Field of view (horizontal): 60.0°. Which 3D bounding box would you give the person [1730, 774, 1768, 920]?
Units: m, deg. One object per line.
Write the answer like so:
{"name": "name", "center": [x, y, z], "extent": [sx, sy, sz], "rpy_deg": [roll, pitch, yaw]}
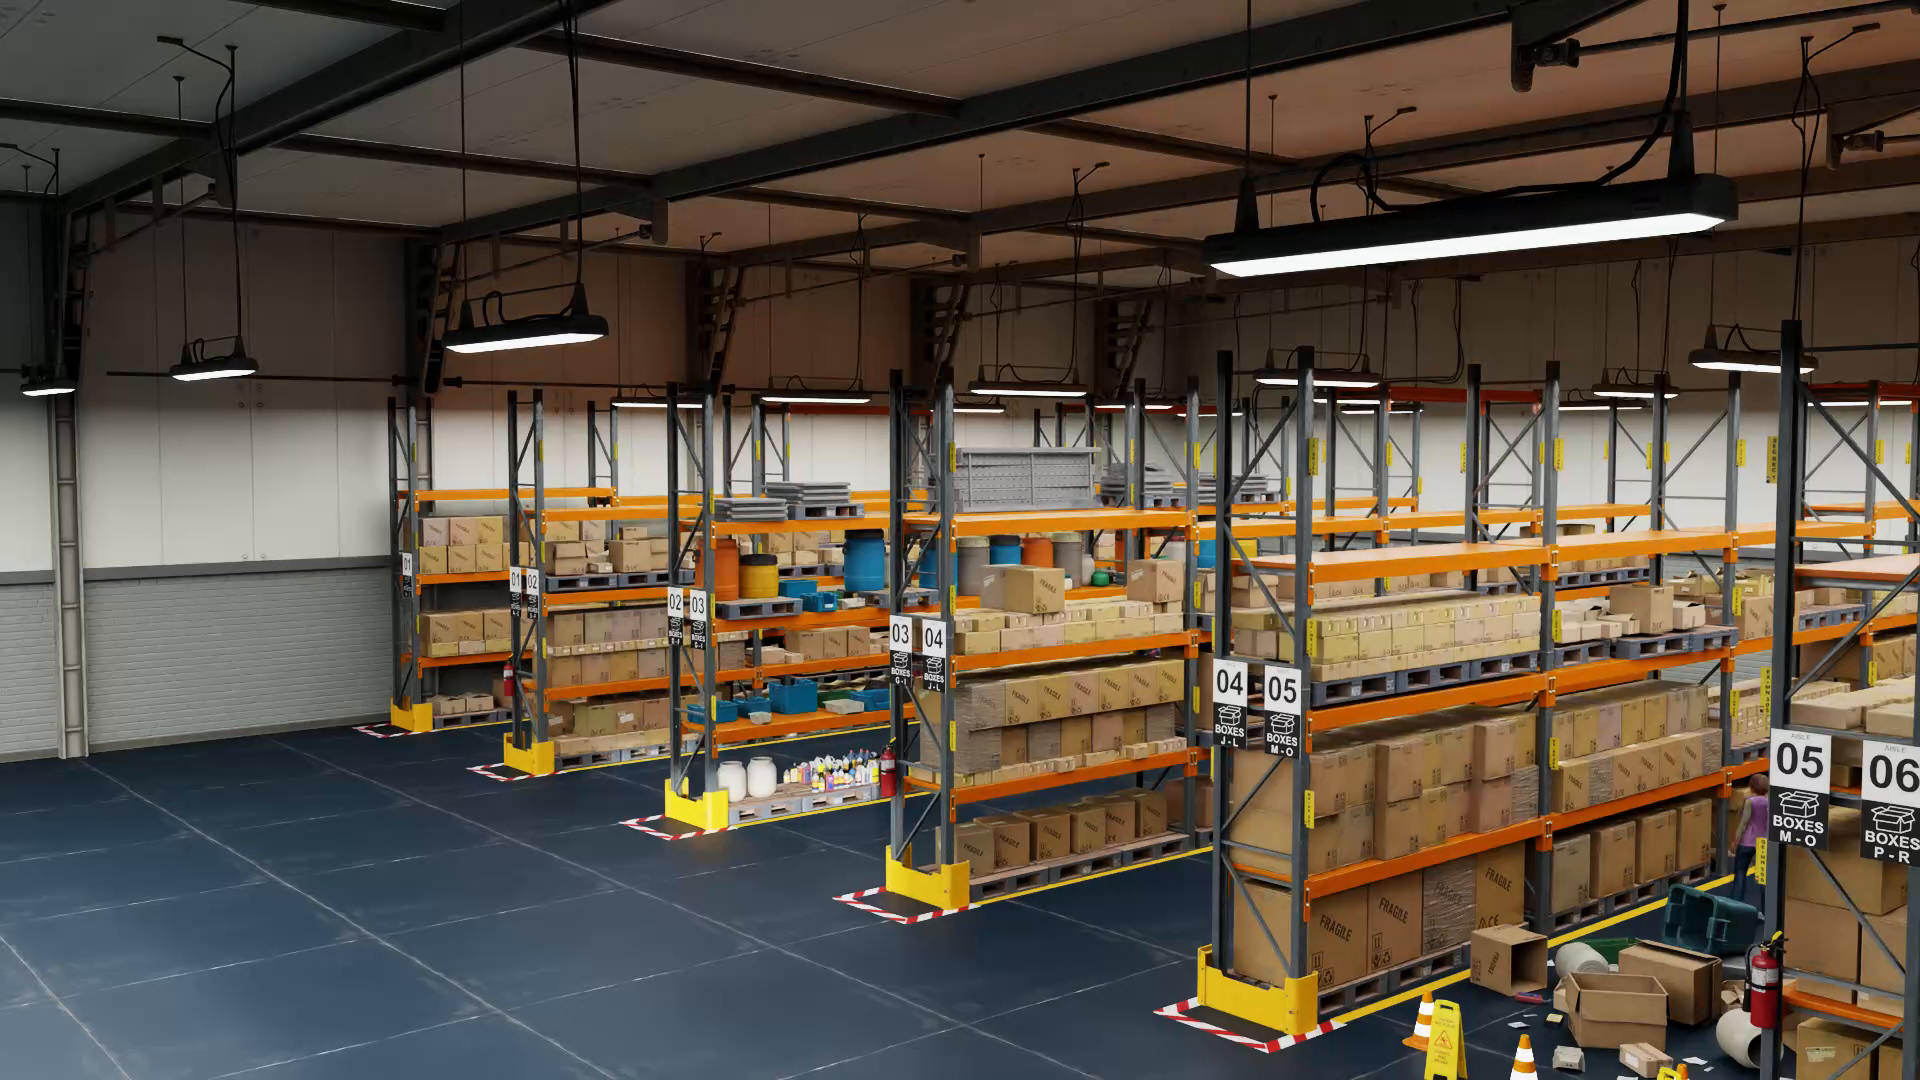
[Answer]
{"name": "person", "center": [8.583, 3.323, 17.987], "extent": [0.496, 1.606, 0.328], "rpy_deg": [0, 3, 6]}
